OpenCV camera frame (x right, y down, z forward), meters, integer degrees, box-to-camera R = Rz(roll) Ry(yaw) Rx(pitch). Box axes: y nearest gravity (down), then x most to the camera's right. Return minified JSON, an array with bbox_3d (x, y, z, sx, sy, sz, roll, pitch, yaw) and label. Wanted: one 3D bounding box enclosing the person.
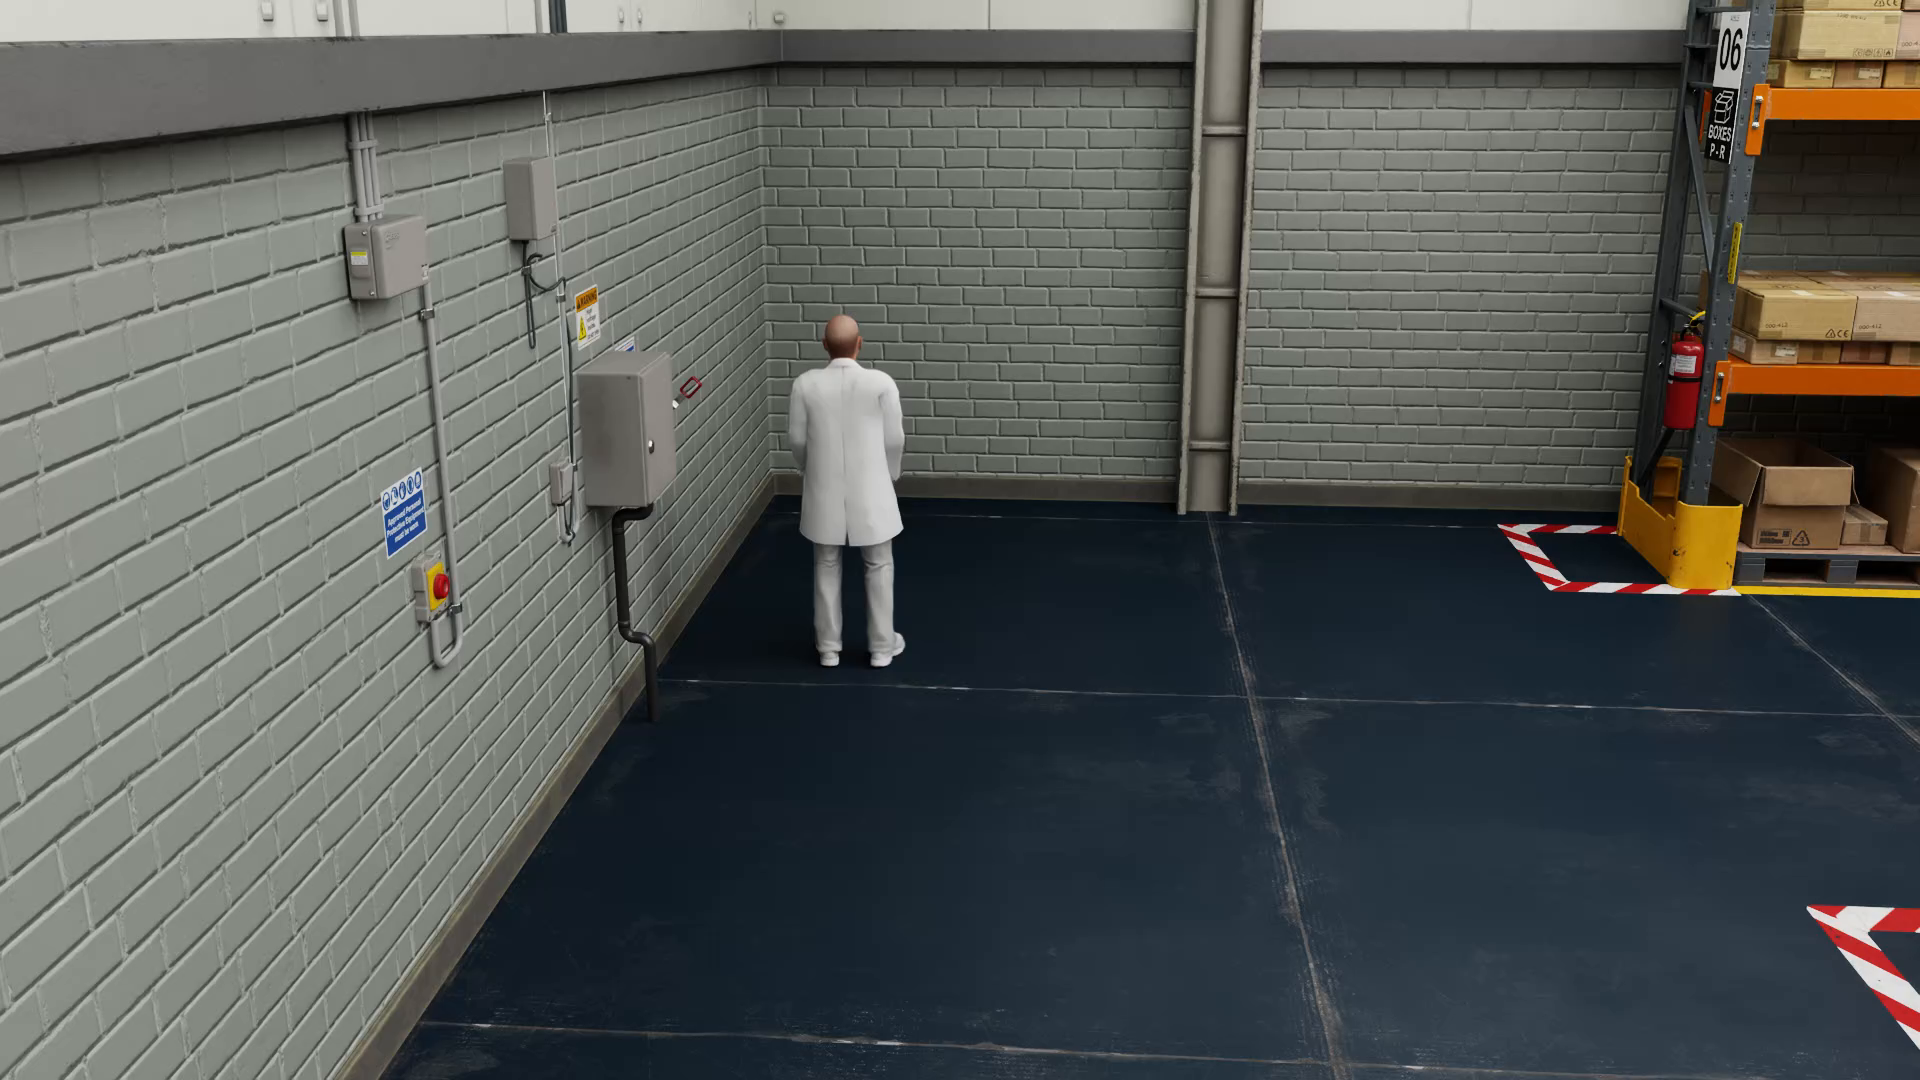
[{"bbox_3d":[-0.561,-0.241,8.349,0.652,1.773,0.430,0,17,1],"label":"person"}]
